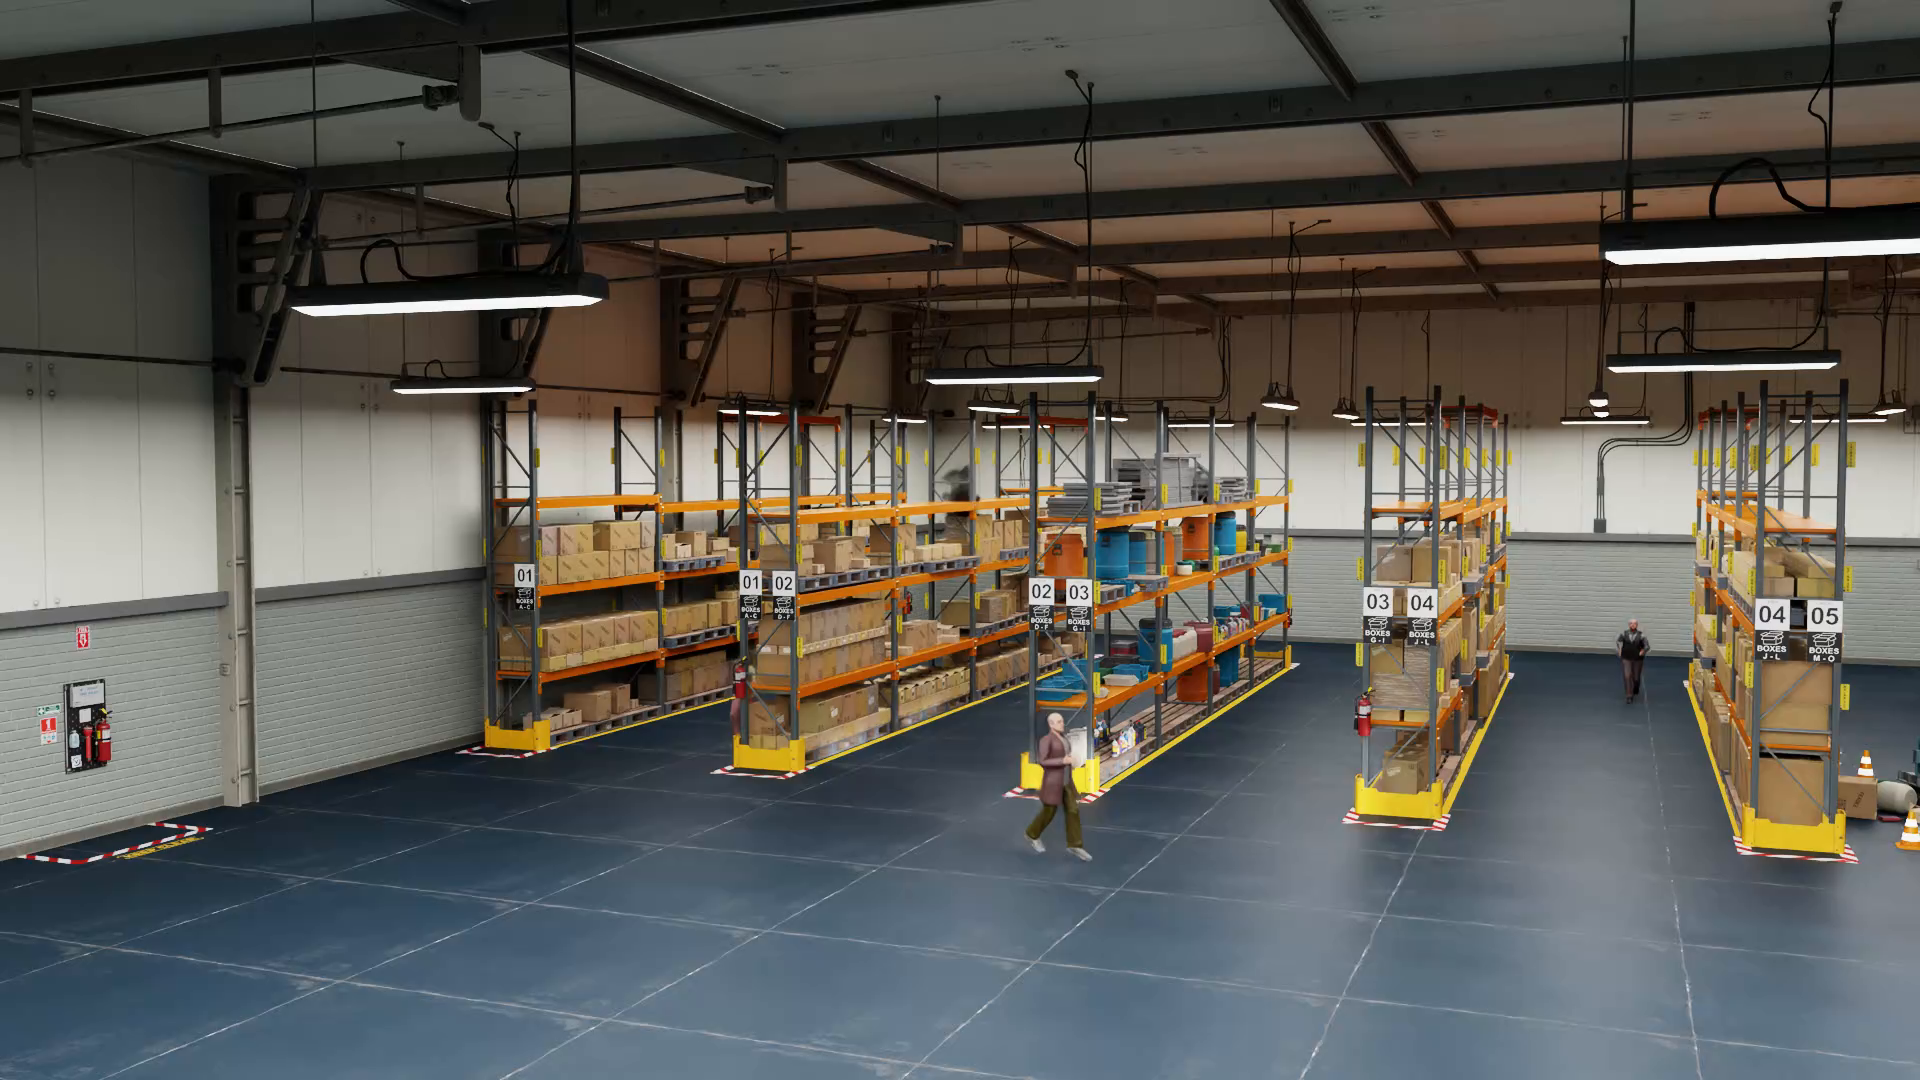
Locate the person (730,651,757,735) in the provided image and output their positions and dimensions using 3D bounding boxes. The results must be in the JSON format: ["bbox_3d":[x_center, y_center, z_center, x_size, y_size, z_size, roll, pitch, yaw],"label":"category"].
[{"bbox_3d":[-3.744,2.754,28.958,0.493,1.699,0.799,1,3,12],"label":"person"}]

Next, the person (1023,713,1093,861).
[{"bbox_3d":[1.203,3.058,20.767,0.981,1.804,0.698,3,4,42],"label":"person"}]

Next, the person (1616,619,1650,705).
[{"bbox_3d":[13.788,2.478,34.103,0.662,1.721,0.847,1,3,25],"label":"person"}]
